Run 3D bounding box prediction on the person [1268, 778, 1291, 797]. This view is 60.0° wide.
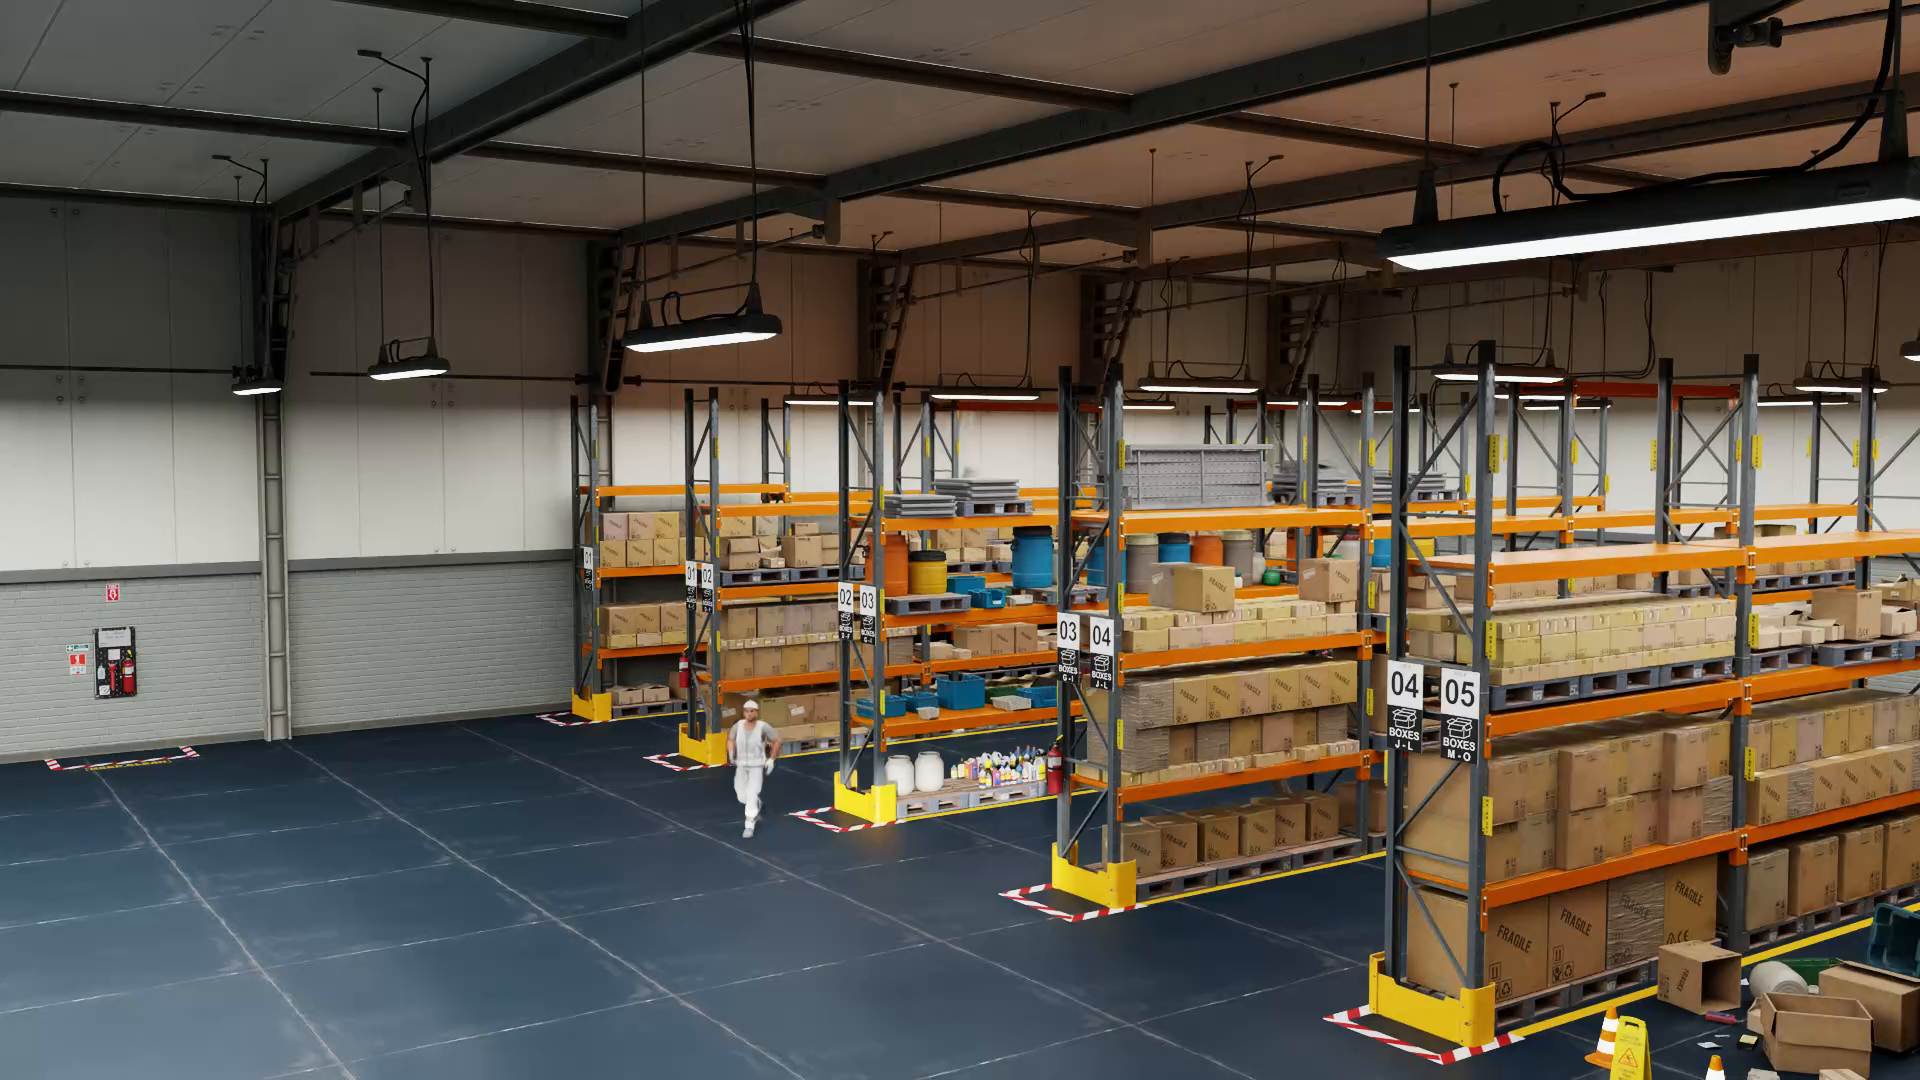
[{"bbox_3d":[4.416,2.919,23.233,0.739,1.774,0.637,-2,4,-34],"label":"person"}]

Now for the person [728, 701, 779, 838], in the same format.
[{"bbox_3d":[-2.740,2.984,21.907,0.695,1.766,0.672,1,4,13],"label":"person"}]
